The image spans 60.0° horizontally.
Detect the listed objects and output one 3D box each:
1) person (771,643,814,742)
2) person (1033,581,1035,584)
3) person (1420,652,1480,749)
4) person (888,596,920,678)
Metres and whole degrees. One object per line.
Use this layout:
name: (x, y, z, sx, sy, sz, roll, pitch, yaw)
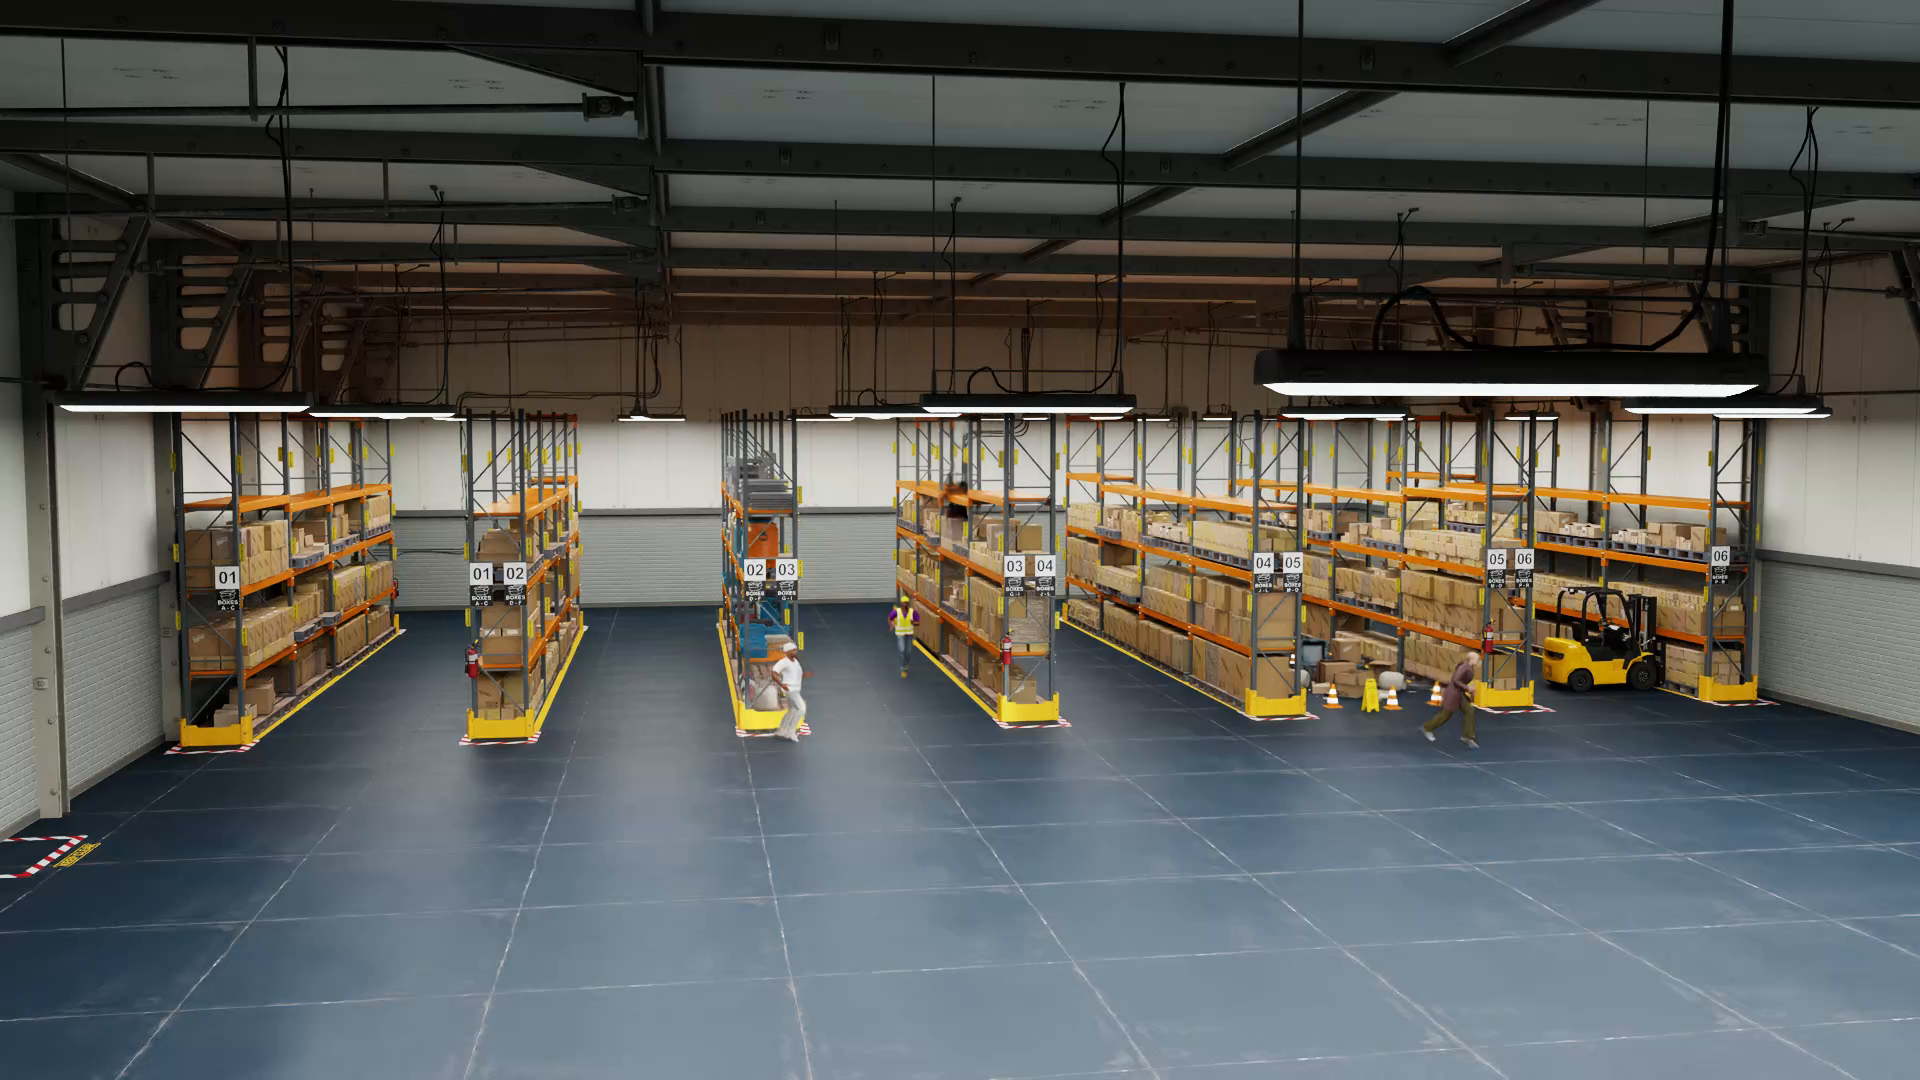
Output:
person: (-3.014, 2.752, 30.082, 0.684, 1.796, 0.677, 1, 4, 13)
person: (2.250, 1.692, 46.223, 0.615, 1.669, 0.828, 0, 4, -5)
person: (8.744, 2.832, 29.629, 1.082, 1.743, 0.754, 2, 5, 30)
person: (-1.242, 2.160, 37.613, 0.693, 1.778, 0.946, -1, 4, -12)
